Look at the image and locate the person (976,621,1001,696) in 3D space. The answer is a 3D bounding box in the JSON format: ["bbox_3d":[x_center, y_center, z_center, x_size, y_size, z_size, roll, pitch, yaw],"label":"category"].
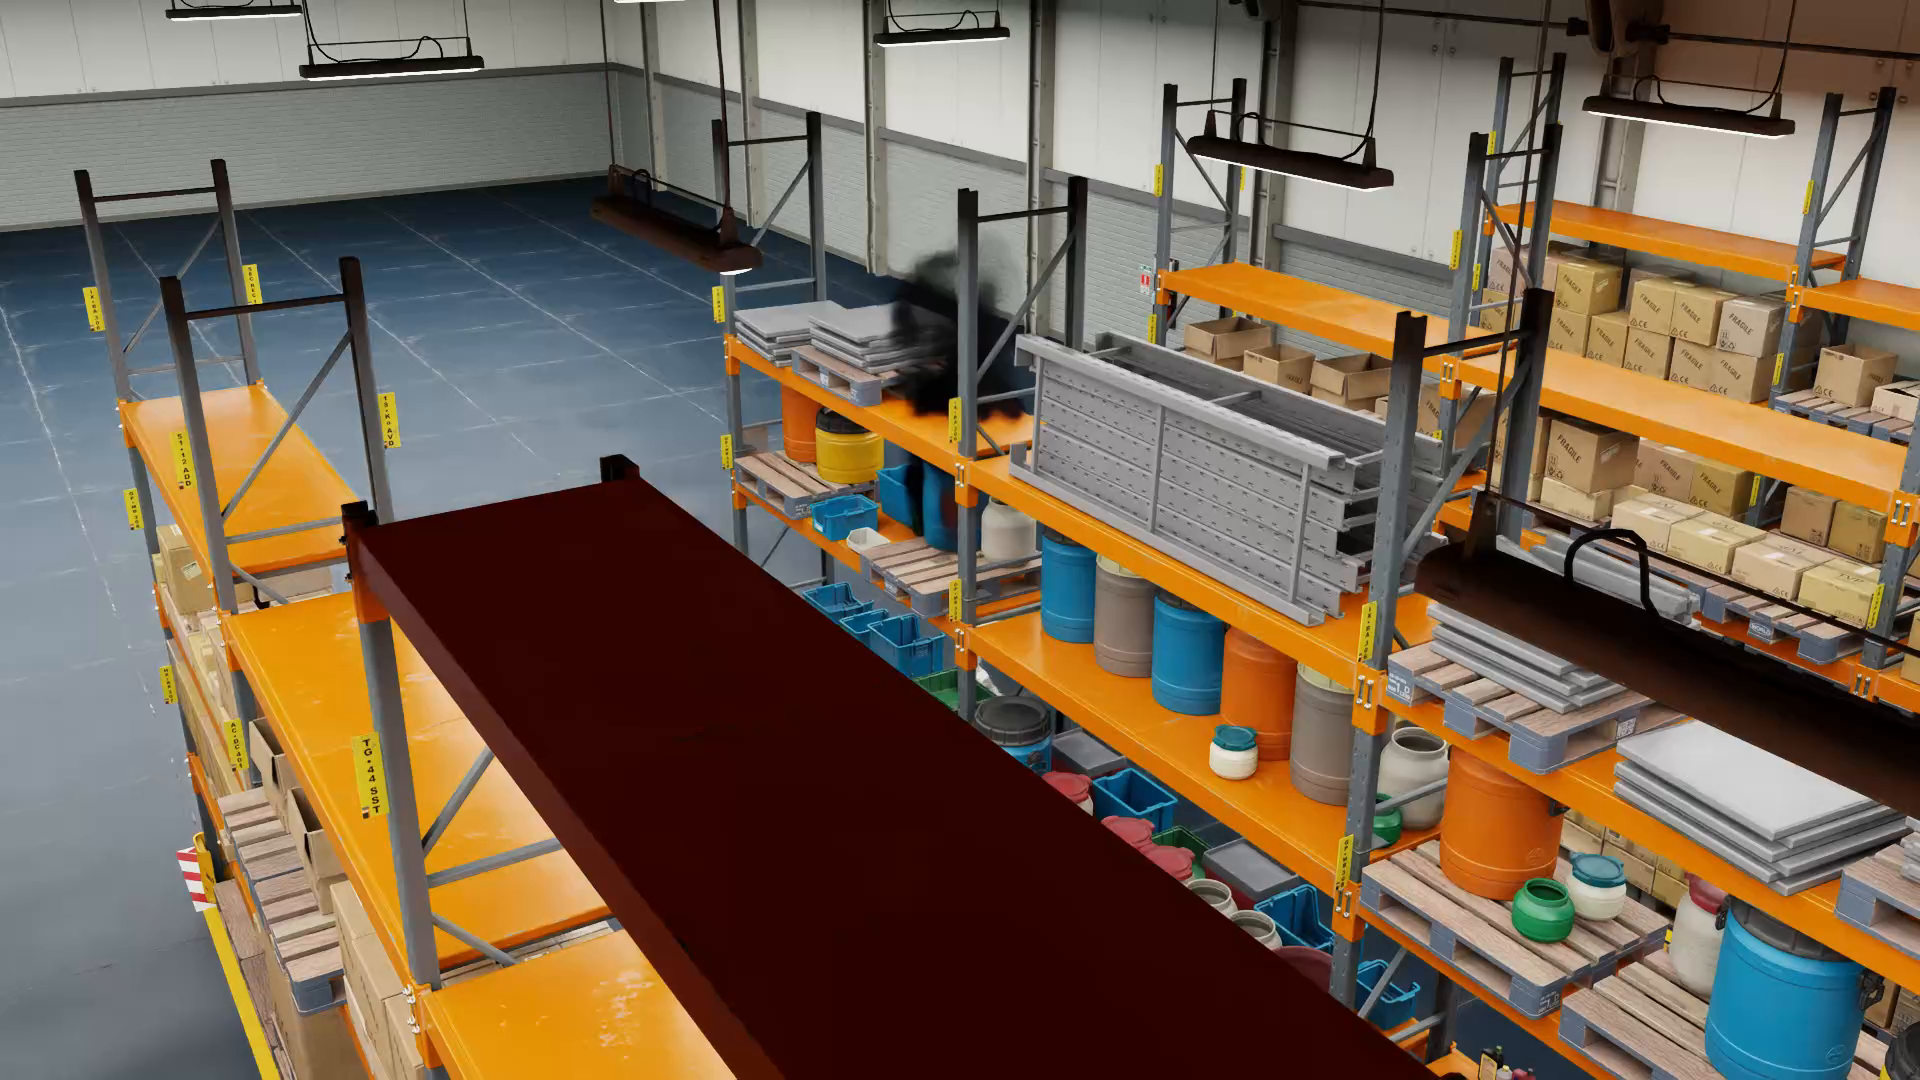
[{"bbox_3d":[0.175,0.886,16.768,0.675,1.774,0.963,-17,27,-36],"label":"person"}]
